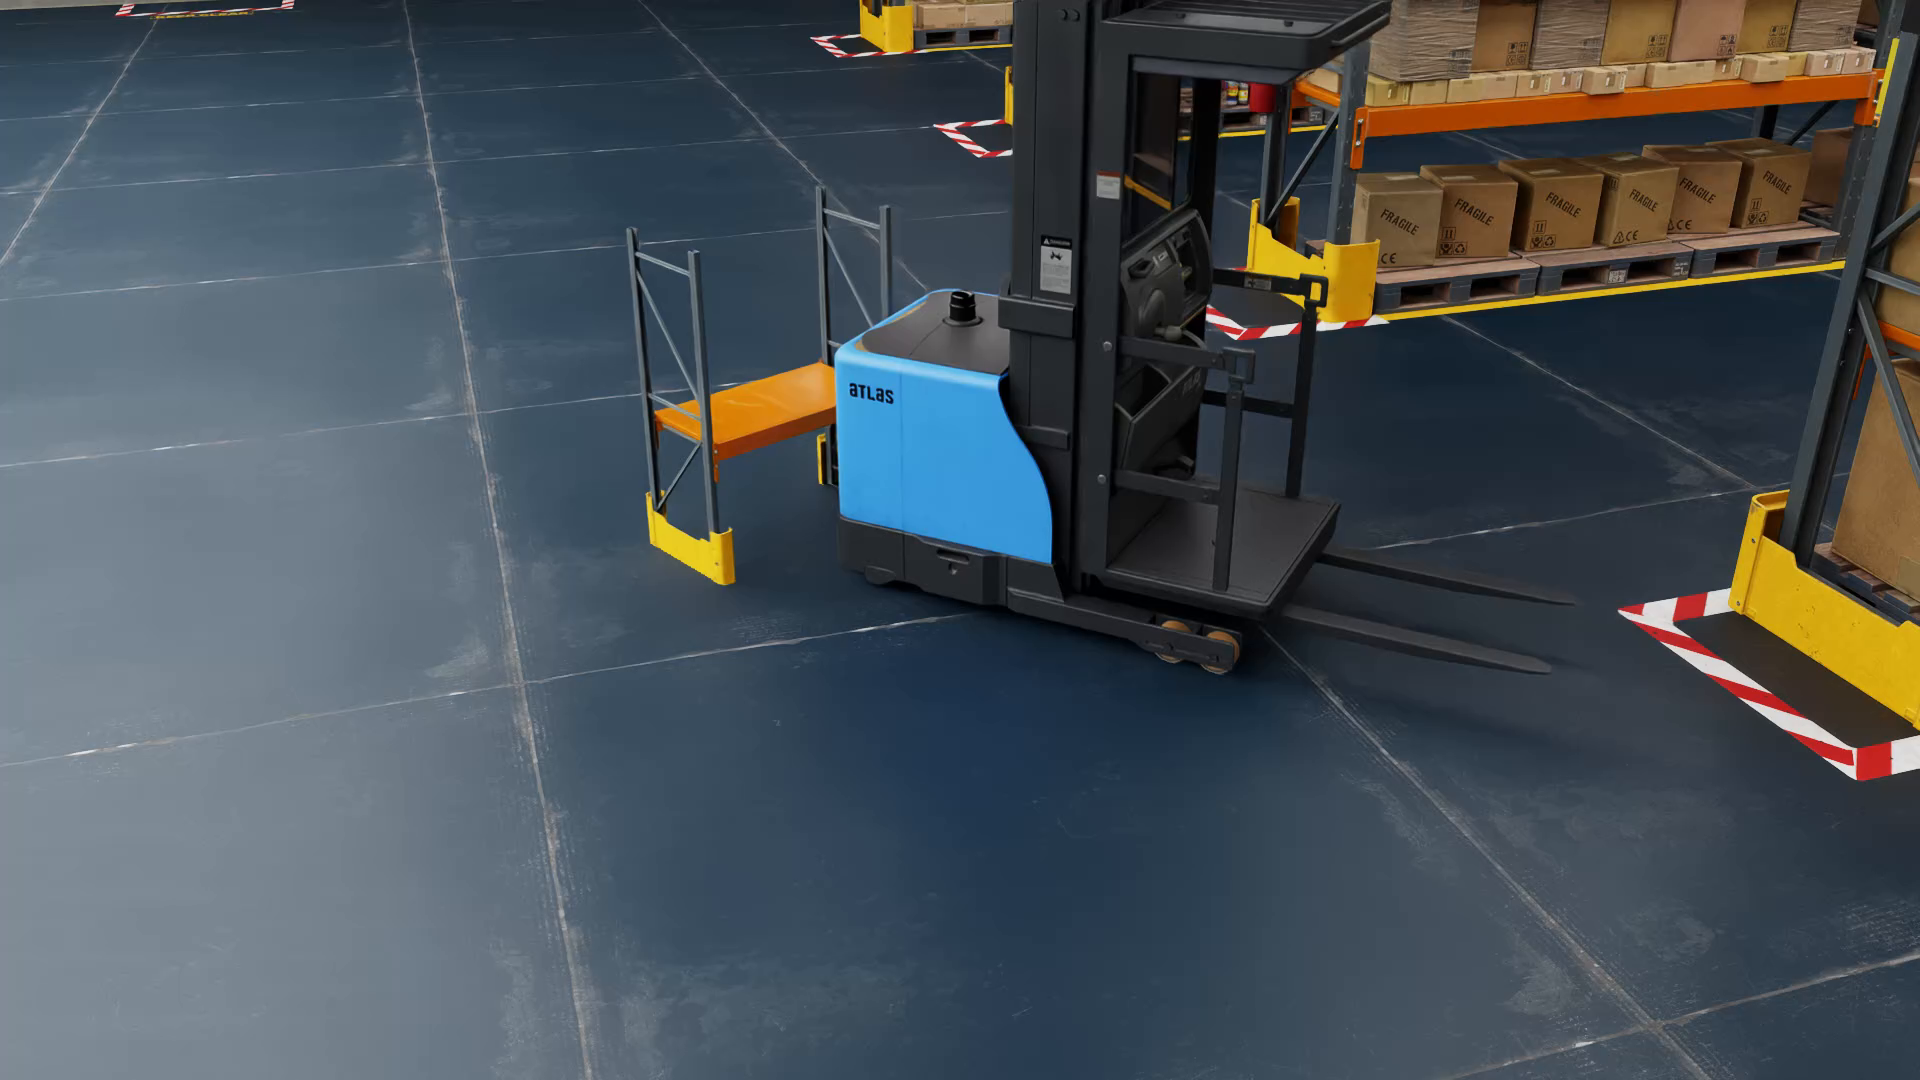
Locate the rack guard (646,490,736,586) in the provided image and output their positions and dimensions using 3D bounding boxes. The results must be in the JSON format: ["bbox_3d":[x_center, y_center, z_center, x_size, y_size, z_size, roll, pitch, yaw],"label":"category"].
[{"bbox_3d":[-1.217,-0.015,7.500,0.087,0.250,0.587,-22,34,-37],"label":"rack guard"}]

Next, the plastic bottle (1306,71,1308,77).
[{"bbox_3d":[3.330,-4.288,15.582,0.135,0.276,0.152,-8,27,-15],"label":"plastic bottle"}]

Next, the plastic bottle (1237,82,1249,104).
[{"bbox_3d":[2.614,-4.138,15.364,0.097,0.201,0.097,0,26,0],"label":"plastic bottle"}]

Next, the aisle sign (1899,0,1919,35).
[{"bbox_3d":[3.508,-2.138,5.760,0.004,0.787,0.394,-8,28,-16],"label":"aisle sign"}]

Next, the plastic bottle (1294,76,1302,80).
[{"bbox_3d":[3.129,-4.244,15.498,0.097,0.271,0.097,0,26,0],"label":"plastic bottle"}]

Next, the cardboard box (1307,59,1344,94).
[{"bbox_3d":[2.436,-2.982,10.666,0.250,0.149,0.380,-8,28,-16],"label":"cardboard box"}]

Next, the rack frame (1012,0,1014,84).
[{"bbox_3d":[0.695,-5.062,14.573,0.127,3.000,1.000,-8,28,-16],"label":"rack frame"}]

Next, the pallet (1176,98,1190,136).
[{"bbox_3d":[1.527,-3.953,15.475,1.213,0.211,1.003,-8,28,-16],"label":"pallet"}]

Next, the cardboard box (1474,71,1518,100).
[{"bbox_3d":[3.291,-2.891,10.483,0.250,0.149,0.380,-8,28,-16],"label":"cardboard box"}]

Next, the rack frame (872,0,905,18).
[{"bbox_3d":[-0.836,-7.157,18.793,0.127,3.000,1.000,-8,28,-16],"label":"rack frame"}]

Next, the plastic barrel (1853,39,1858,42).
[{"bbox_3d":[9.835,-5.502,17.698,0.708,0.588,0.600,-8,28,-16],"label":"plastic barrel"}]

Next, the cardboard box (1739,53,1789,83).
[{"bbox_3d":[5.218,-3.131,10.967,0.250,0.149,0.380,-8,28,-16],"label":"cardboard box"}]

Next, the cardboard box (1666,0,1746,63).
[{"bbox_3d":[4.654,-3.495,10.971,0.500,0.500,0.875,-8,28,-16],"label":"cardboard box"}]

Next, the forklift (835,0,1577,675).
[{"bbox_3d":[1.010,-1.046,6.562,3.031,2.935,1.130,13,29,24],"label":"forklift"}]

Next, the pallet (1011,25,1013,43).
[{"bbox_3d":[1.037,-6.197,19.996,1.213,0.211,1.003,-8,28,-16],"label":"pallet"}]

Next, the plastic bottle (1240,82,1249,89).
[{"bbox_3d":[2.742,-4.436,15.964,0.097,0.201,0.097,0,26,0],"label":"plastic bottle"}]

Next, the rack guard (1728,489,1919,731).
[{"bbox_3d":[3.646,0.266,6.652,0.348,0.500,1.175,-8,28,-16],"label":"rack guard"}]

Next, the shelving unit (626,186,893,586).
[{"bbox_3d":[-0.852,-0.725,7.525,1.083,1.500,0.587,-22,34,-37],"label":"shelving unit"}]

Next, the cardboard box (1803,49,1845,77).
[{"bbox_3d":[5.678,-3.222,11.149,0.250,0.149,0.380,-8,28,-16],"label":"cardboard box"}]

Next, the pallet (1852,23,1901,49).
[{"bbox_3d":[6.804,-3.476,11.595,1.213,0.211,1.003,-8,28,-16],"label":"pallet"}]

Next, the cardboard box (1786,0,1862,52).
[{"bbox_3d":[5.585,-3.661,11.304,0.500,0.500,0.875,-8,28,-16],"label":"cardboard box"}]

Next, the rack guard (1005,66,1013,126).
[{"bbox_3d":[0.752,-3.973,15.190,0.348,0.500,1.175,-8,28,-16],"label":"rack guard"}]

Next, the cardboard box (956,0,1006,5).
[{"bbox_3d":[0.218,-6.499,19.244,0.500,0.500,0.500,-8,28,-16],"label":"cardboard box"}]

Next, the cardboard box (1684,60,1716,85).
[{"bbox_3d":[4.715,-3.101,10.906,0.250,0.149,0.380,-8,28,-16],"label":"cardboard box"}]

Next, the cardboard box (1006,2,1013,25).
[{"bbox_3d":[0.693,-6.232,19.550,0.500,0.250,0.500,-8,28,-16],"label":"cardboard box"}]

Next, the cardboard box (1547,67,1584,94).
[{"bbox_3d":[3.760,-2.969,10.639,0.250,0.149,0.380,-8,28,-16],"label":"cardboard box"}]

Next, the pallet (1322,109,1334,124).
[{"bbox_3d":[3.847,-4.289,16.152,1.213,0.211,1.003,-8,28,-16],"label":"pallet"}]

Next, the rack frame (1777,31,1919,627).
[{"bbox_3d":[3.668,-0.857,6.103,0.127,3.000,1.000,-8,28,-16],"label":"rack frame"}]

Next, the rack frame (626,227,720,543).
[{"bbox_3d":[-1.232,-0.569,7.210,0.032,1.500,0.500,-22,34,-37],"label":"rack frame"}]

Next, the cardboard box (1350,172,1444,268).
[{"bbox_3d":[2.828,-2.115,10.976,0.500,0.500,0.500,-3,27,-7],"label":"cardboard box"}]

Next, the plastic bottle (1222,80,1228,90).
[{"bbox_3d":[2.587,-4.459,15.918,0.133,0.283,0.061,-8,28,-16],"label":"plastic bottle"}]

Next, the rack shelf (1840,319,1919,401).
[{"bbox_3d":[5.570,-0.810,6.817,4.000,0.370,1.077,-8,28,-16],"label":"rack shelf"}]

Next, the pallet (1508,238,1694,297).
[{"bbox_3d":[4.242,-1.993,11.526,1.213,0.211,1.003,-8,28,-16],"label":"pallet"}]

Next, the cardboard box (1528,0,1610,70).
[{"bbox_3d":[3.687,-3.380,10.738,0.500,0.500,0.875,-8,28,-16],"label":"cardboard box"}]

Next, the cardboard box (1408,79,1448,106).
[{"bbox_3d":[2.817,-2.820,10.340,0.250,0.149,0.380,-8,28,-16],"label":"cardboard box"}]

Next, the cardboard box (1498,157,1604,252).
[{"bbox_3d":[3.986,-2.290,11.329,0.500,0.500,0.500,-6,27,-11],"label":"cardboard box"}]

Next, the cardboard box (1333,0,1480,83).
[{"bbox_3d":[2.760,-3.210,10.396,0.500,0.500,0.875,-8,28,-16],"label":"cardboard box"}]

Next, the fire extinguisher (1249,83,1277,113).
[{"bbox_3d":[1.977,-3.112,10.733,0.183,0.674,0.296,-8,28,-16],"label":"fire extinguisher"}]

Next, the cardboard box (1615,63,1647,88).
[{"bbox_3d":[4.226,-3.050,10.803,0.250,0.149,0.380,-8,28,-16],"label":"cardboard box"}]

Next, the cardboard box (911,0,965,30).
[{"bbox_3d":[-0.257,-6.093,19.270,0.500,0.250,0.500,-8,28,-16],"label":"cardboard box"}]

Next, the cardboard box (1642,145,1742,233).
[{"bbox_3d":[5.097,-2.467,11.685,0.500,0.500,0.500,0,26,0],"label":"cardboard box"}]
